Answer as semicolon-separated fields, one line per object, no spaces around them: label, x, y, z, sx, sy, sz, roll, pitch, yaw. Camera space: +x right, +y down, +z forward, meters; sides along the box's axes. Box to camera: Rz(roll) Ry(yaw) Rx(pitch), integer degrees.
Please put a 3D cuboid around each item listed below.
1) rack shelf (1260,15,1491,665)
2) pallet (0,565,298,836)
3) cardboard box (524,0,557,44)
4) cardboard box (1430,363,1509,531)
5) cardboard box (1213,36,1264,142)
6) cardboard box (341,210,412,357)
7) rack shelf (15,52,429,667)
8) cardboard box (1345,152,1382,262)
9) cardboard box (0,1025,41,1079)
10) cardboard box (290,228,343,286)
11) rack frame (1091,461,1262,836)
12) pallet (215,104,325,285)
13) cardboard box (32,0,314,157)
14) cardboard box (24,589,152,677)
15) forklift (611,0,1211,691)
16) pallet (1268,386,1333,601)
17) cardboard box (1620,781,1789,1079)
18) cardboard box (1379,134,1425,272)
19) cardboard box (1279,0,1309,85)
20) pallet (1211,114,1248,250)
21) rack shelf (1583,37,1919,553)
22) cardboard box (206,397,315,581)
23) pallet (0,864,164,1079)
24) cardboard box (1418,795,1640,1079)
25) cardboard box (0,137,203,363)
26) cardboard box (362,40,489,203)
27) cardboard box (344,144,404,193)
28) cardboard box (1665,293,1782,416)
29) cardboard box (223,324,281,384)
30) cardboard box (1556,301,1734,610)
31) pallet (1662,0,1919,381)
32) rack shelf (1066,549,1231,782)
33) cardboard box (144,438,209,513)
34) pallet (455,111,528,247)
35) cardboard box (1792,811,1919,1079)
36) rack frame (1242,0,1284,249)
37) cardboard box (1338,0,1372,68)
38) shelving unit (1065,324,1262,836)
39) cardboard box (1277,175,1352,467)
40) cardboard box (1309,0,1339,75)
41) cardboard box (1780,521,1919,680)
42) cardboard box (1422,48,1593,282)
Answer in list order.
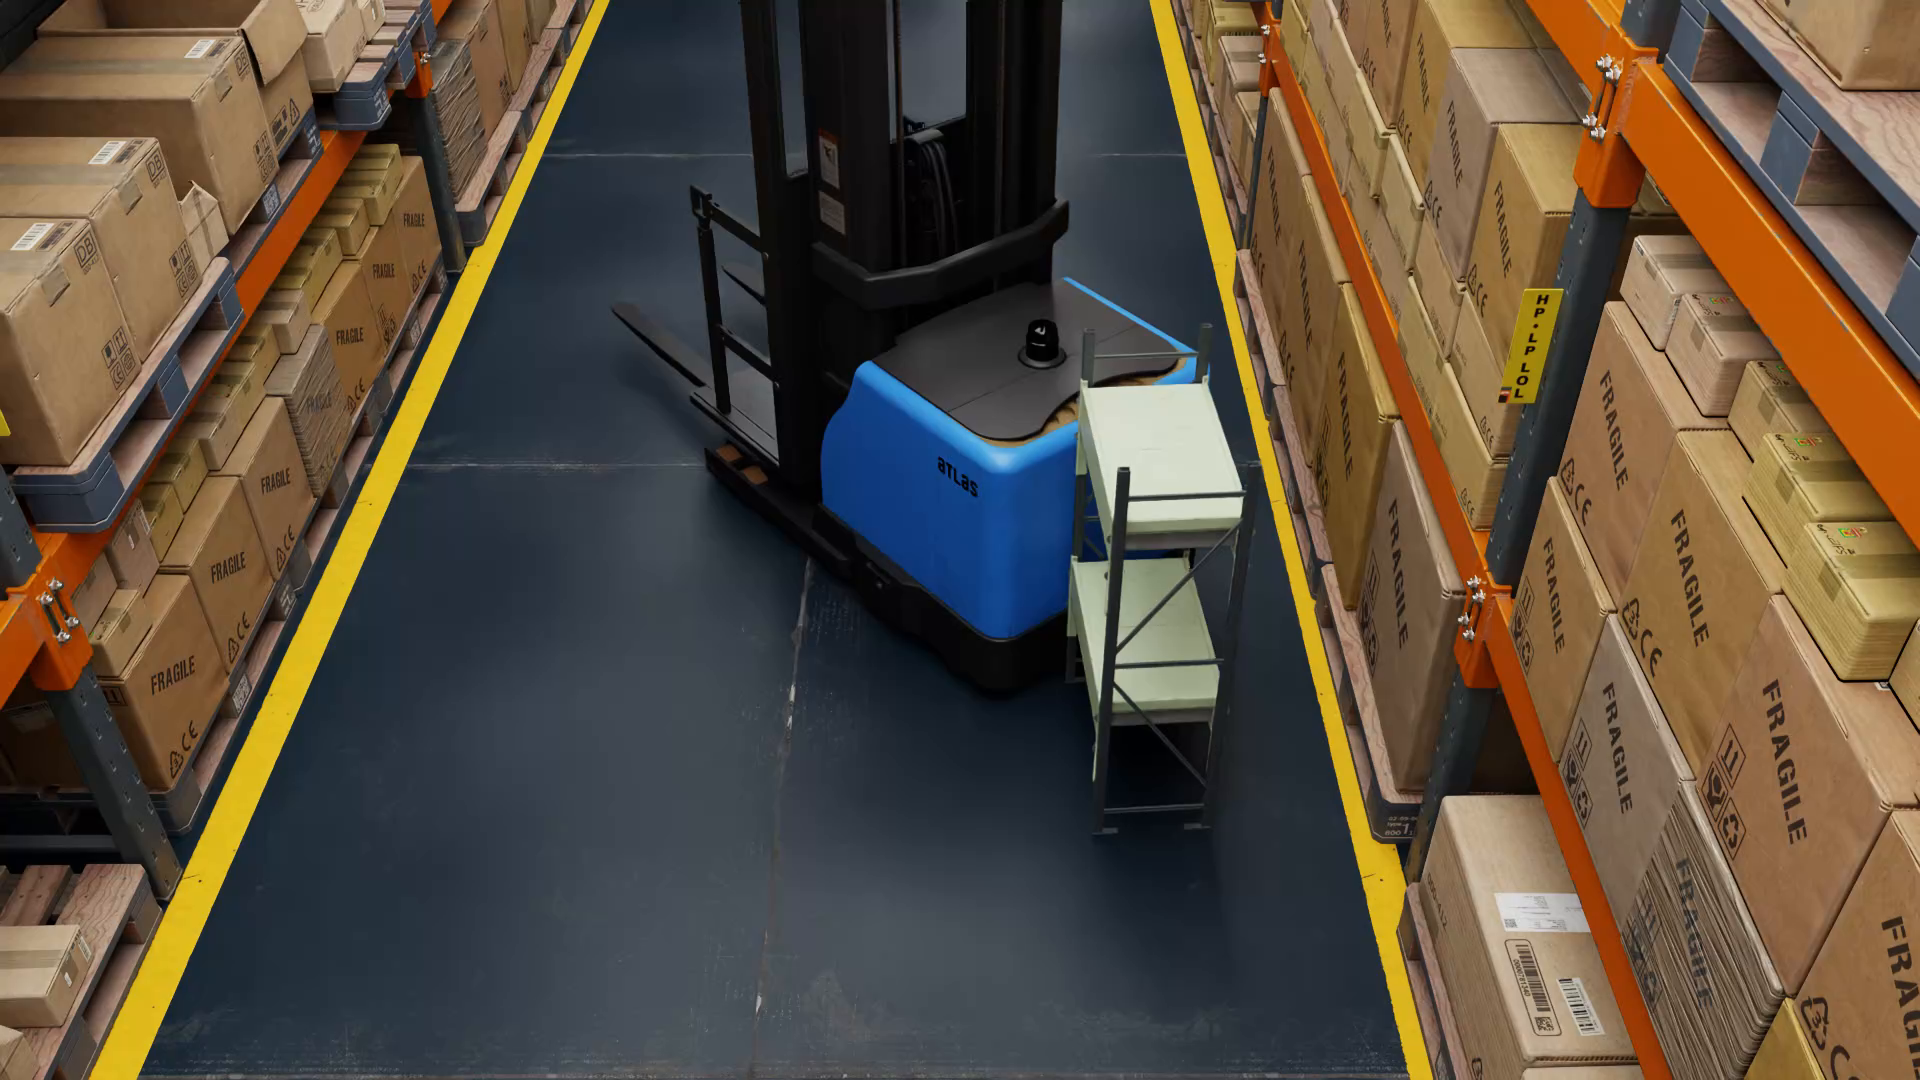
rack shelf;1.941;-1.028;6.209;1.077;0.370;4.000;0;39;0
pallet;-3.059;0.528;5.923;1.003;0.211;1.213;0;39;0
cardboard box;-3.025;-3.480;10.257;0.875;0.625;0.625;0;39;0
cardboard box;1.691;-0.280;4.820;0.500;0.250;0.500;-1;39;-1
cardboard box;1.939;-2.512;9.252;0.950;0.372;0.625;-1;39;-1
cardboard box;-2.820;-1.164;7.467;0.500;0.500;0.500;-1;39;-1
rack shelf;-3.023;-1.022;6.202;1.077;0.370;4.000;0;39;0
cardboard box;1.705;-1.237;6.014;0.500;0.250;0.500;0;39;0
cardboard box;-2.726;1.423;4.427;0.396;0.266;0.258;1;39;2
cardboard box;-2.829;-1.186;6.975;0.380;0.149;0.250;1;39;1
rack frame;0.637;0.381;5.075;0.400;1.500;0.023;-2;39;-3
pallet;-3.018;-1.262;6.080;1.003;0.211;1.213;0;39;0
cardboard box;-2.838;-1.737;6.100;0.797;0.503;0.637;-1;39;-1
cardboard box;-2.755;0.282;5.144;0.380;0.149;0.250;2;39;2
forklift;-0.418;-1.462;6.230;1.130;2.935;3.031;-27;46;-29
pallet;1.863;-0.217;6.852;1.003;0.211;1.213;0;39;0
cardboard box;1.672;0.823;3.245;0.500;0.500;0.500;0;39;0
cardboard box;1.685;-1.106;5.452;0.500;0.250;0.500;1;39;1
cardboard box;1.688;-2.194;7.210;0.500;0.250;0.500;-1;39;-1
pallet;1.939;-1.960;9.027;1.003;0.211;1.213;0;39;0
rack shelf;1.945;0.303;2.150;1.077;0.370;4.000;0;39;0
cardboard box;-2.803;-0.188;6.249;0.500;0.500;0.500;-1;39;-1
pallet;-3.021;1.466;4.752;1.003;0.211;1.213;0;39;0
cardboard box;1.837;1.171;4.603;0.875;0.438;0.875;-1;39;-1
cardboard box;-2.798;-0.881;5.035;0.700;0.500;0.500;0;39;0
cardboard box;-3.012;-2.181;8.635;0.875;0.625;0.625;1;39;1
cardboard box;-2.771;-1.686;7.600;0.380;0.149;0.250;-2;39;-2
cardboard box;1.700;-0.382;3.430;0.380;0.149;0.250;1;39;1
cardboard box;-2.848;-0.703;6.373;0.380;0.149;0.250;0;39;0
cardboard box;1.701;-0.189;3.708;0.500;0.500;0.500;0;39;0
pallet;1.934;-0.682;2.875;1.003;0.211;1.213;0;39;0
rack shelf;0.611;0.407;5.564;0.431;0.370;0.720;-2;39;-3
cardboard box;-2.858;-0.223;5.774;0.380;0.149;0.250;-1;39;-1
pallet;-2.987;-1.980;9.052;1.003;0.211;1.213;0;39;0
cardboard box;1.683;0.763;2.520;0.500;0.500;0.500;0;39;0
rack frame;1.939;-2.559;7.545;1.000;3.000;0.127;0;39;0
cardboard box;1.690;-2.046;6.025;0.500;0.500;0.500;1;39;1
shelving unit;0.611;0.153;5.360;0.431;1.500;0.755;-2;39;-3
cardboard box;1.853;-0.904;6.843;0.875;0.875;0.875;0;39;1
cardboard box;1.692;-2.055;6.636;0.500;0.250;0.500;1;39;1
cardboard box;1.653;0.099;2.829;0.380;0.149;0.250;-1;39;-1
cardboard box;1.684;-1.090;4.832;0.500;0.500;0.500;1;39;1
